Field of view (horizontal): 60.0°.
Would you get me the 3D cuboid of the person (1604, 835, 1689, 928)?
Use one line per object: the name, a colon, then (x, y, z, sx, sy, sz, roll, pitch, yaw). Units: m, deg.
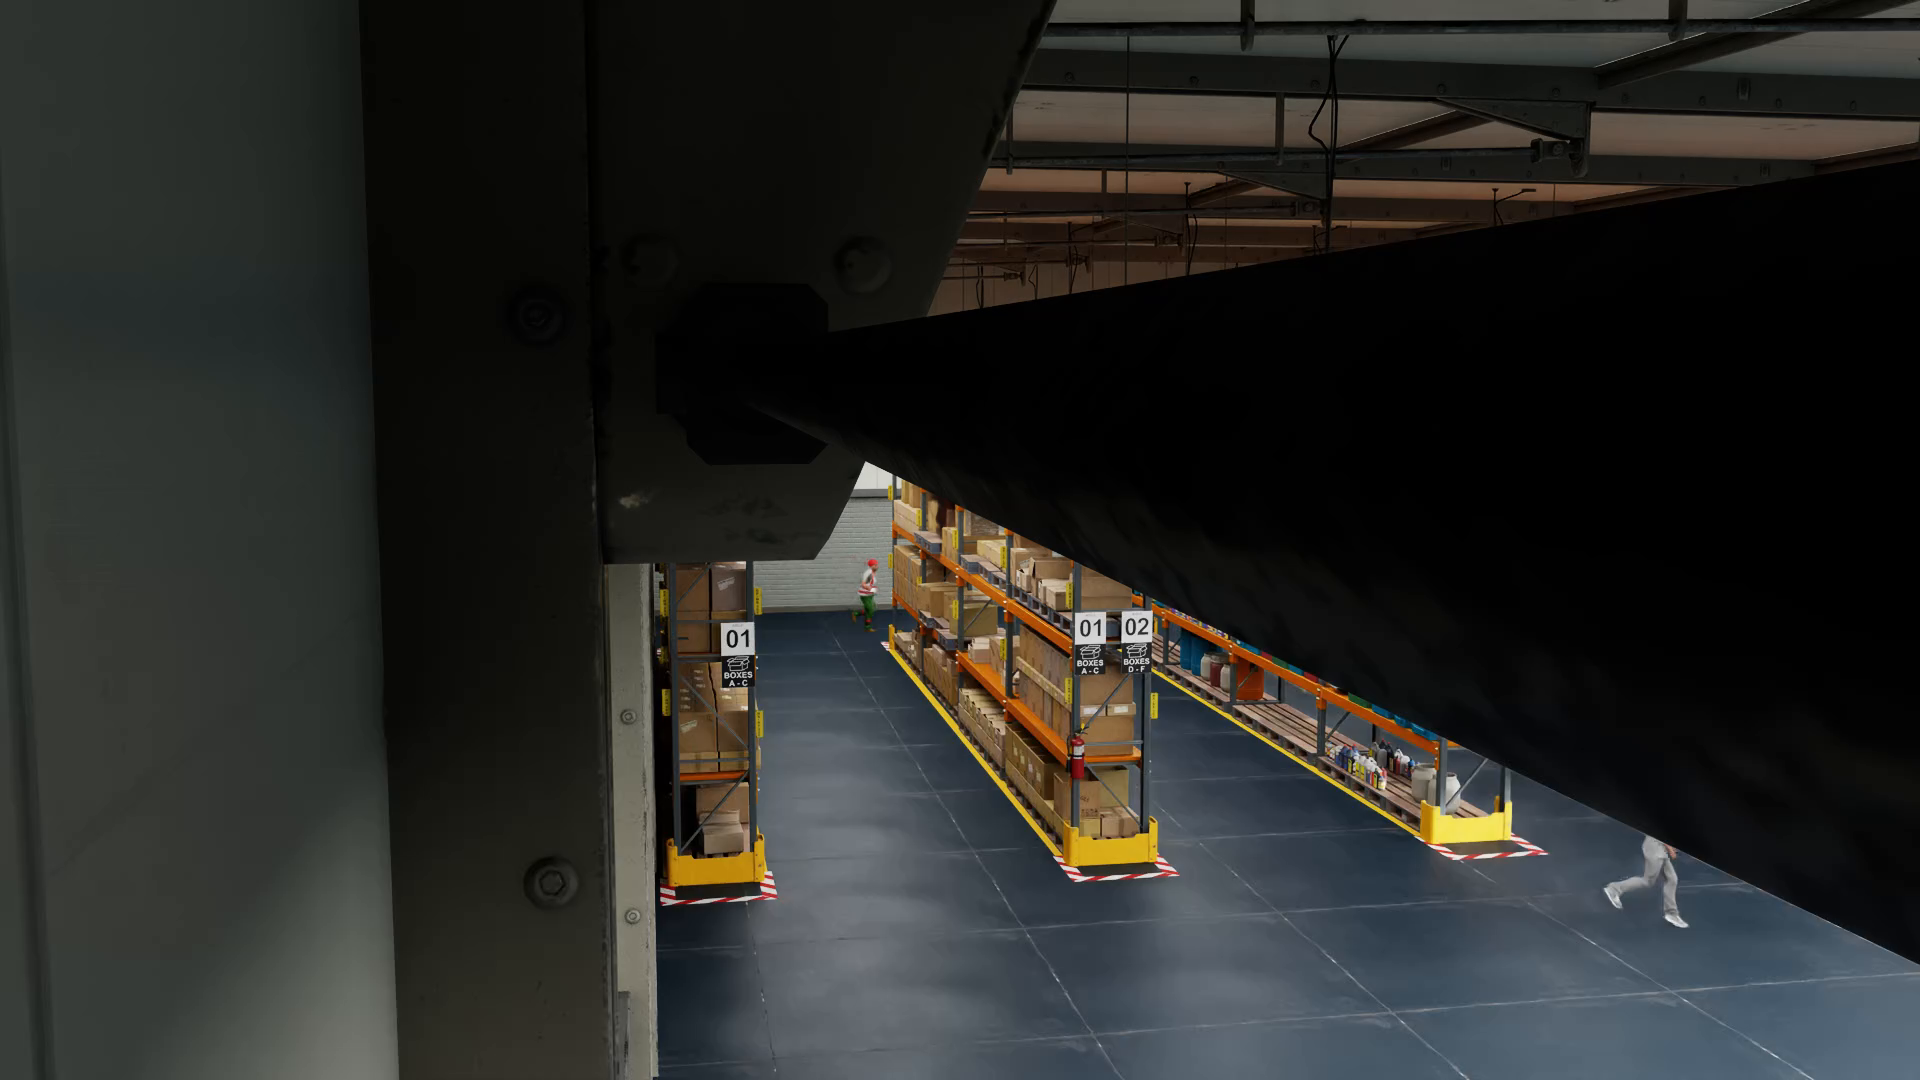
person: (7.767, 3.567, 18.760, 0.896, 1.549, 0.559, 2, 6, 15)

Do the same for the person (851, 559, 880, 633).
person: (-2.201, 1.294, 38.714, 0.767, 1.730, 0.646, 2, 7, 20)
